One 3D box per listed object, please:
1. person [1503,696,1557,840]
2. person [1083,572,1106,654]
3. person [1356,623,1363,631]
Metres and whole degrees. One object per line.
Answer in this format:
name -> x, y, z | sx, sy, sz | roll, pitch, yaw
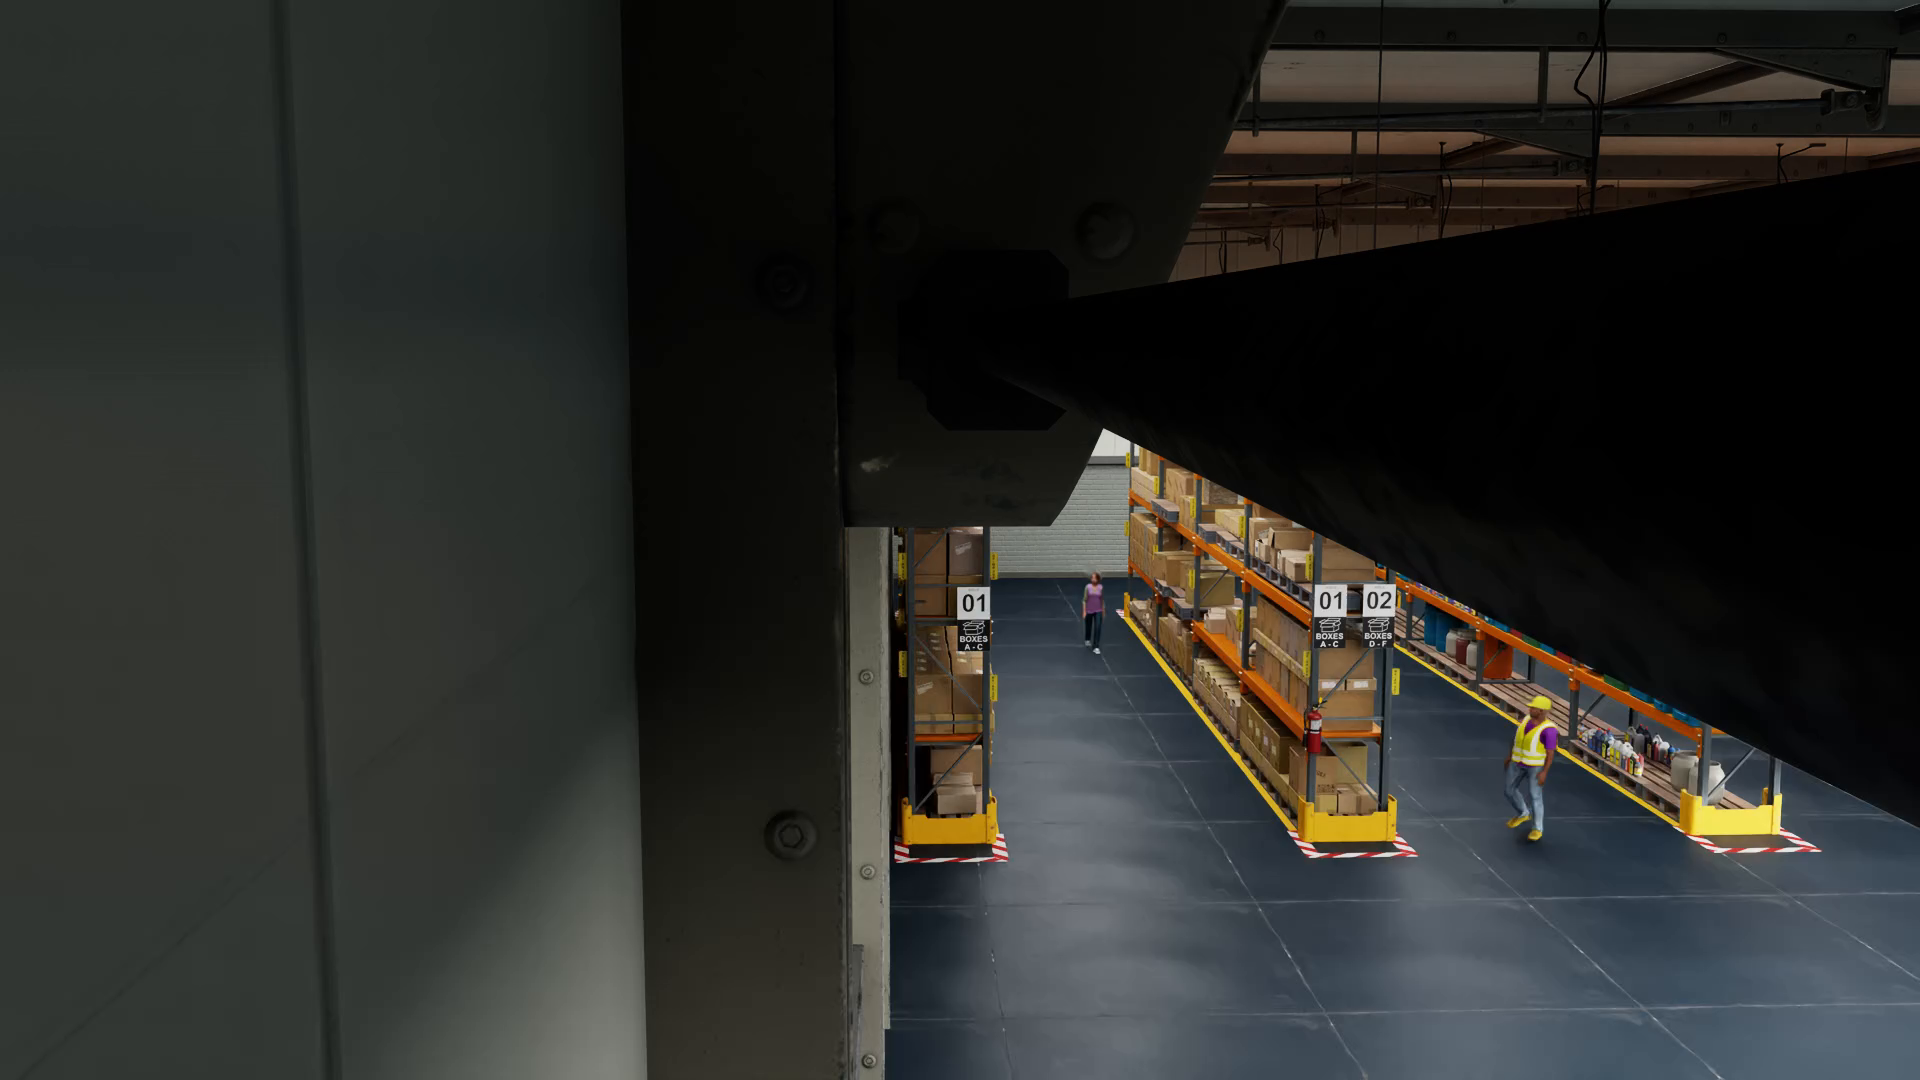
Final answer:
person -> 7.082, 2.803, 20.727 | 0.501, 1.759, 0.673 | -6, 9, -39
person -> 2.616, 1.398, 32.484 | 0.468, 1.554, 0.823 | 0, 7, -3
person -> 7.948, 1.211, 33.696 | 0.464, 1.620, 0.980 | 3, 8, 20
